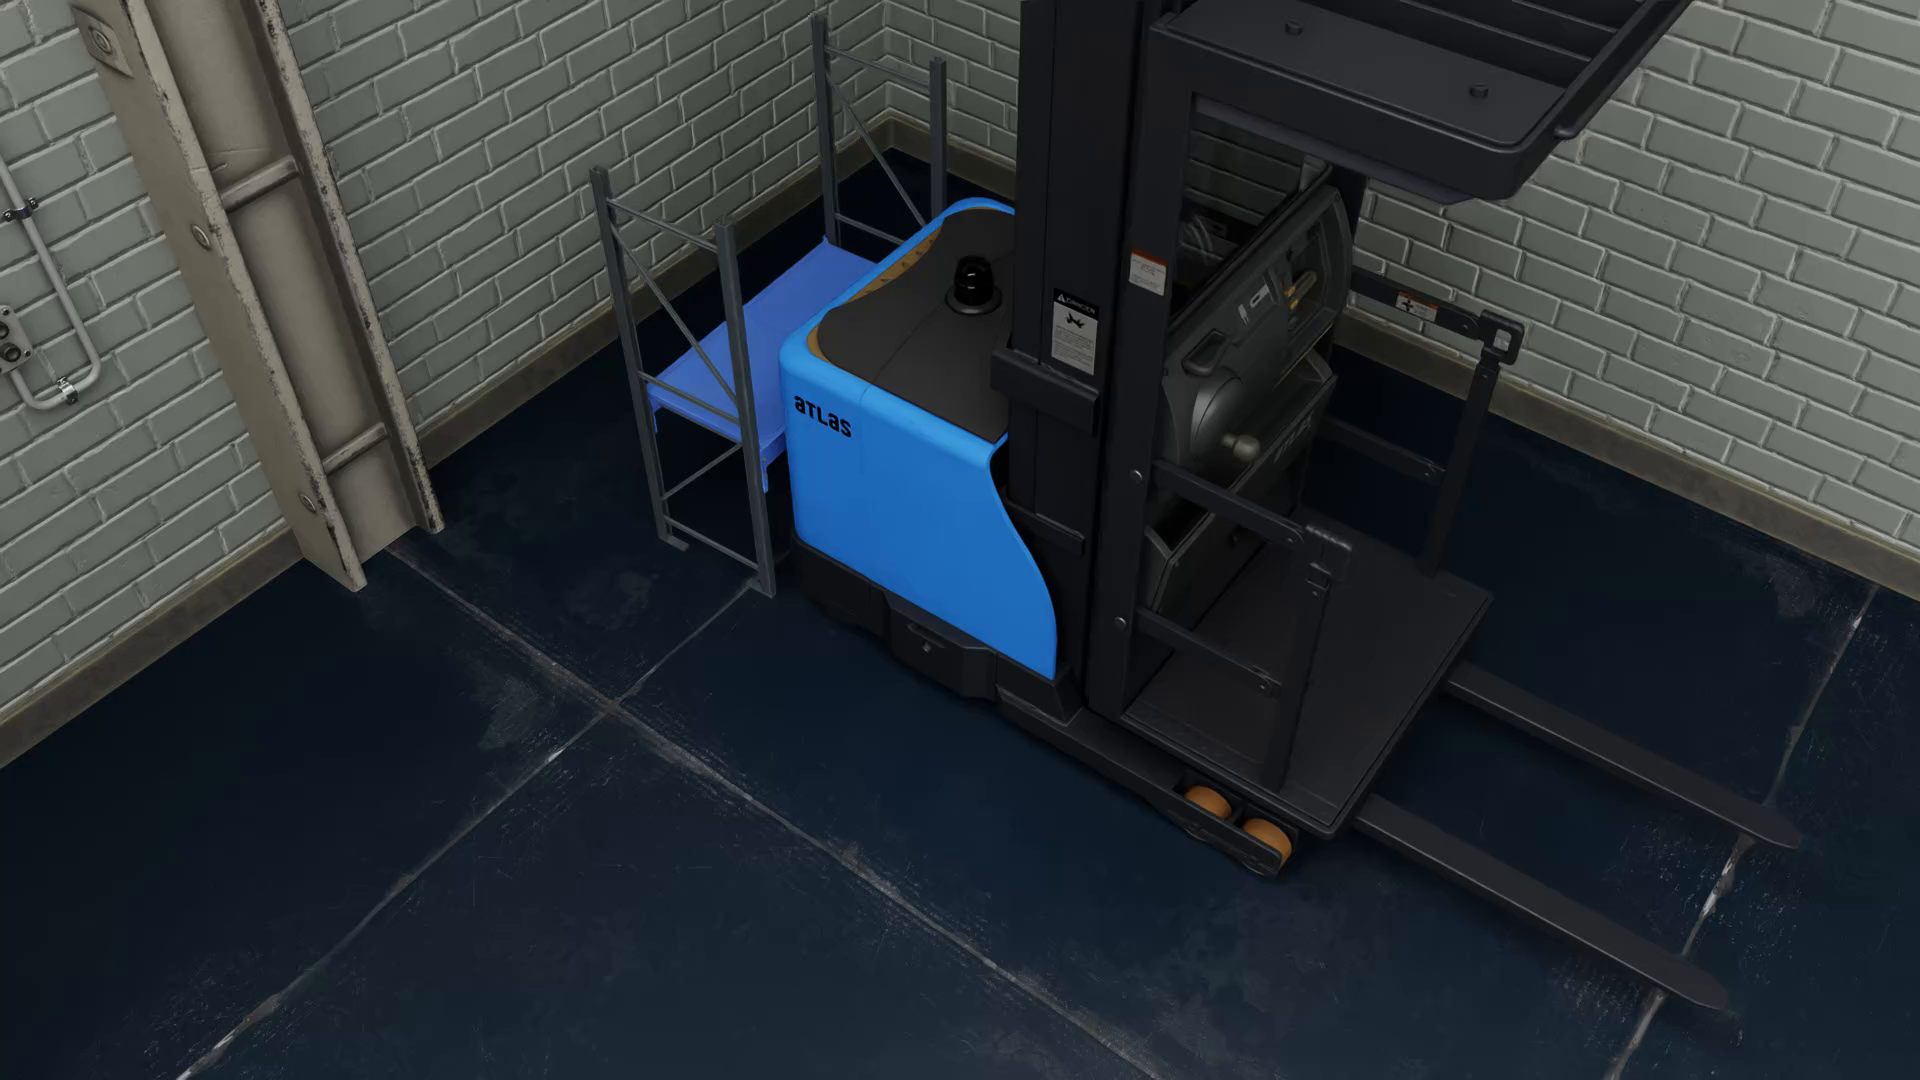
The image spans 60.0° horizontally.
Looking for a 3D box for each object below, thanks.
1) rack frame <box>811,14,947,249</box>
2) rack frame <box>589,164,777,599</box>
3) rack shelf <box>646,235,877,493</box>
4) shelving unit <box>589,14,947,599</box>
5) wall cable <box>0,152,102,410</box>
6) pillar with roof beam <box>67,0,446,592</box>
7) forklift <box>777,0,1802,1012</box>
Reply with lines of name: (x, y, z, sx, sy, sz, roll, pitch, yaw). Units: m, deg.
rack frame: (-0.257, -1.040, 5.706, 0.500, 1.500, 0.032, 26, 52, 23)
rack frame: (-0.829, -0.432, 5.126, 0.500, 1.500, 0.032, 26, 52, 23)
rack shelf: (-0.543, -0.612, 5.546, 0.538, 0.185, 1.000, 26, 52, 23)
shelving unit: (-0.543, -0.736, 5.416, 0.538, 1.500, 1.048, 26, 52, 23)
wall cable: (-2.963, -0.615, 3.560, 0.084, 1.984, 1.851, 29, 53, 25)
pillar with roof beam: (1.375, -1.209, 0.682, 9.100, 9.000, 0.400, 29, 53, 25)
forklift: (0.940, -0.485, 4.187, 3.031, 2.935, 1.130, 28, 52, 24)
